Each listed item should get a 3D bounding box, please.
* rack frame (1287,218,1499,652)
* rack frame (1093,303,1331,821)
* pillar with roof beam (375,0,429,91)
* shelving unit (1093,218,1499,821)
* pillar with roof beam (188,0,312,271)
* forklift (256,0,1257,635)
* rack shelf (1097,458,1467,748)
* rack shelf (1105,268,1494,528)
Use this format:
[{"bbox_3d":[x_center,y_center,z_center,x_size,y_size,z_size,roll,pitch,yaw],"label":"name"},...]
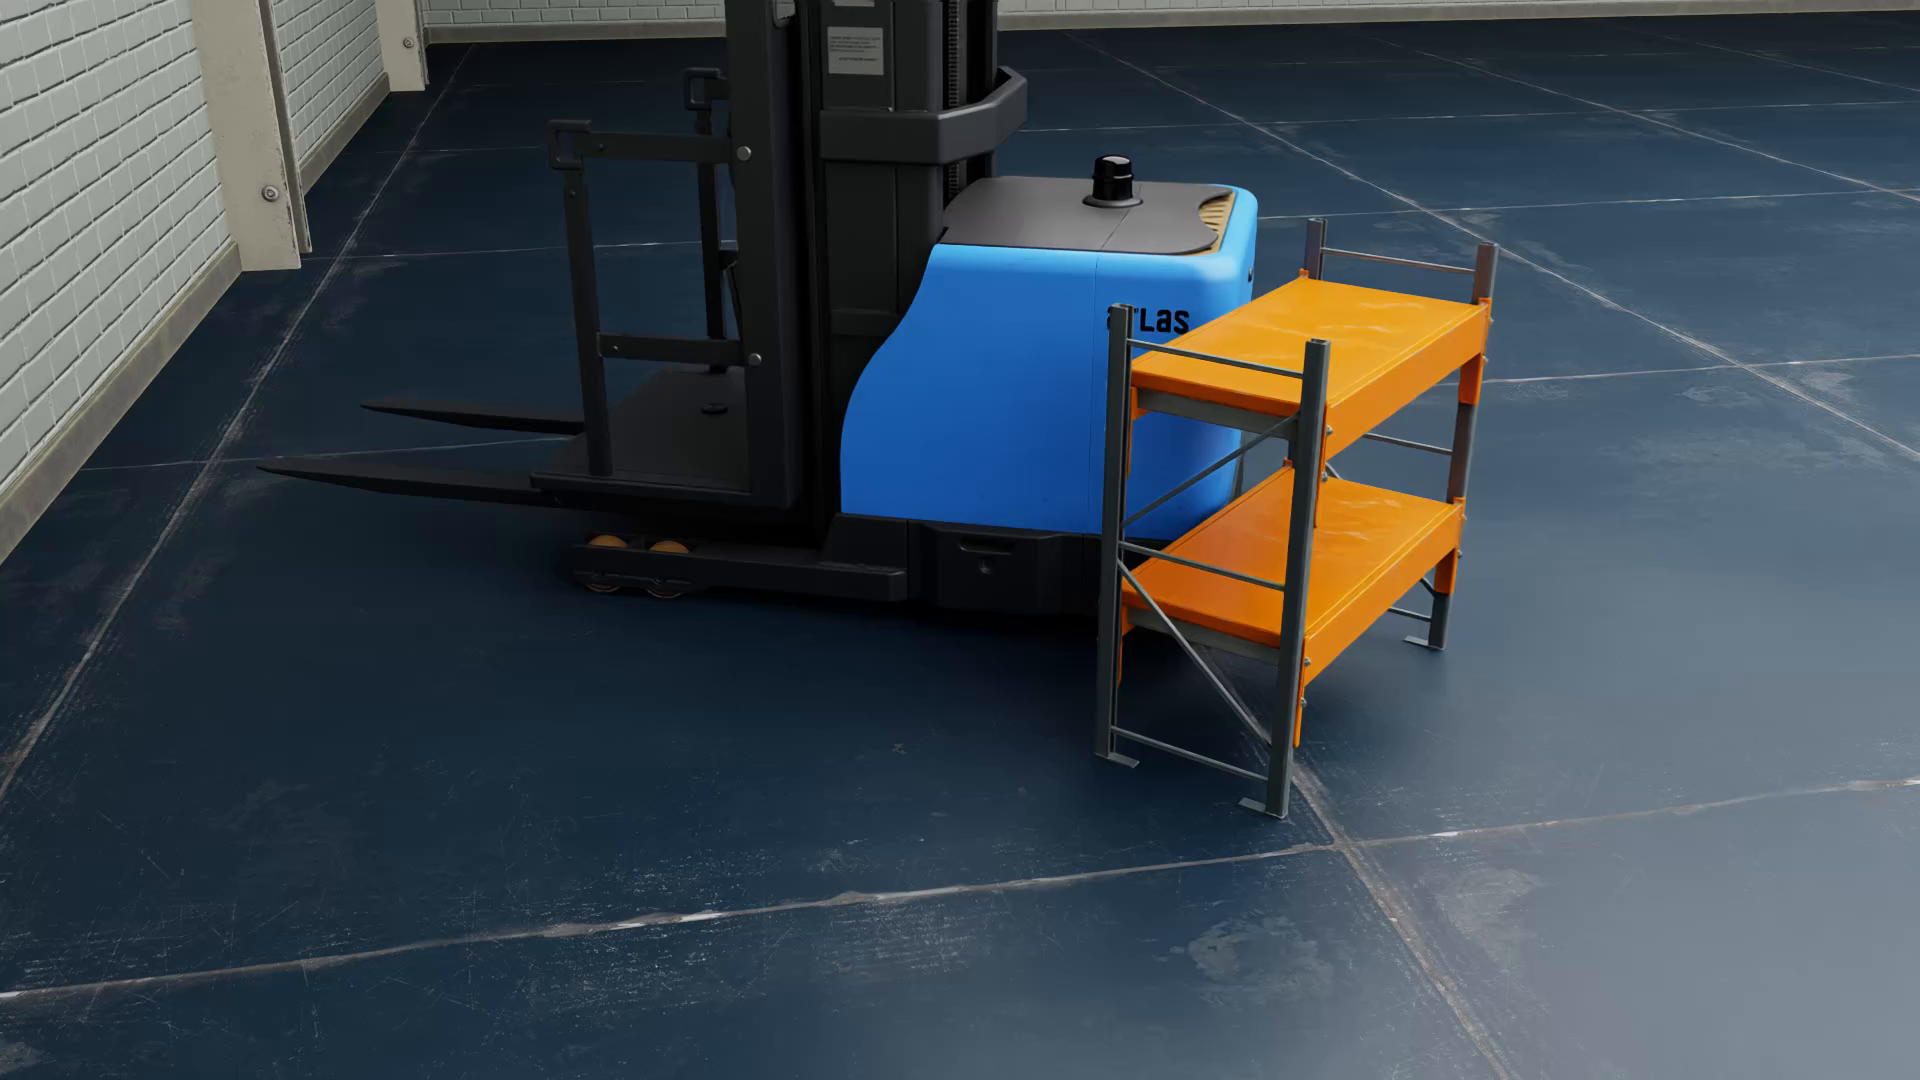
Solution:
[{"bbox_3d":[1.124,-0.272,4.466,0.500,1.125,0.032,16,28,32],"label":"rack frame"},{"bbox_3d":[0.538,0.061,3.705,0.500,1.125,0.032,16,28,32],"label":"rack frame"},{"bbox_3d":[-0.398,-8.237,12.867,9.100,9.000,0.400,-4,24,-10],"label":"pillar with roof beam"},{"bbox_3d":[0.831,-0.105,4.086,0.538,1.125,1.048,16,28,32],"label":"shelving unit"},{"bbox_3d":[0.712,-5.877,7.464,9.100,9.000,0.400,-4,24,-10],"label":"pillar with roof beam"},{"bbox_3d":[-0.665,-1.371,4.727,3.031,2.935,1.130,5,24,11],"label":"forklift"},{"bbox_3d":[0.831,0.119,4.184,0.538,0.278,1.000,16,28,32],"label":"rack shelf"},{"bbox_3d":[0.831,-0.374,3.969,0.538,0.278,1.000,16,28,32],"label":"rack shelf"}]
